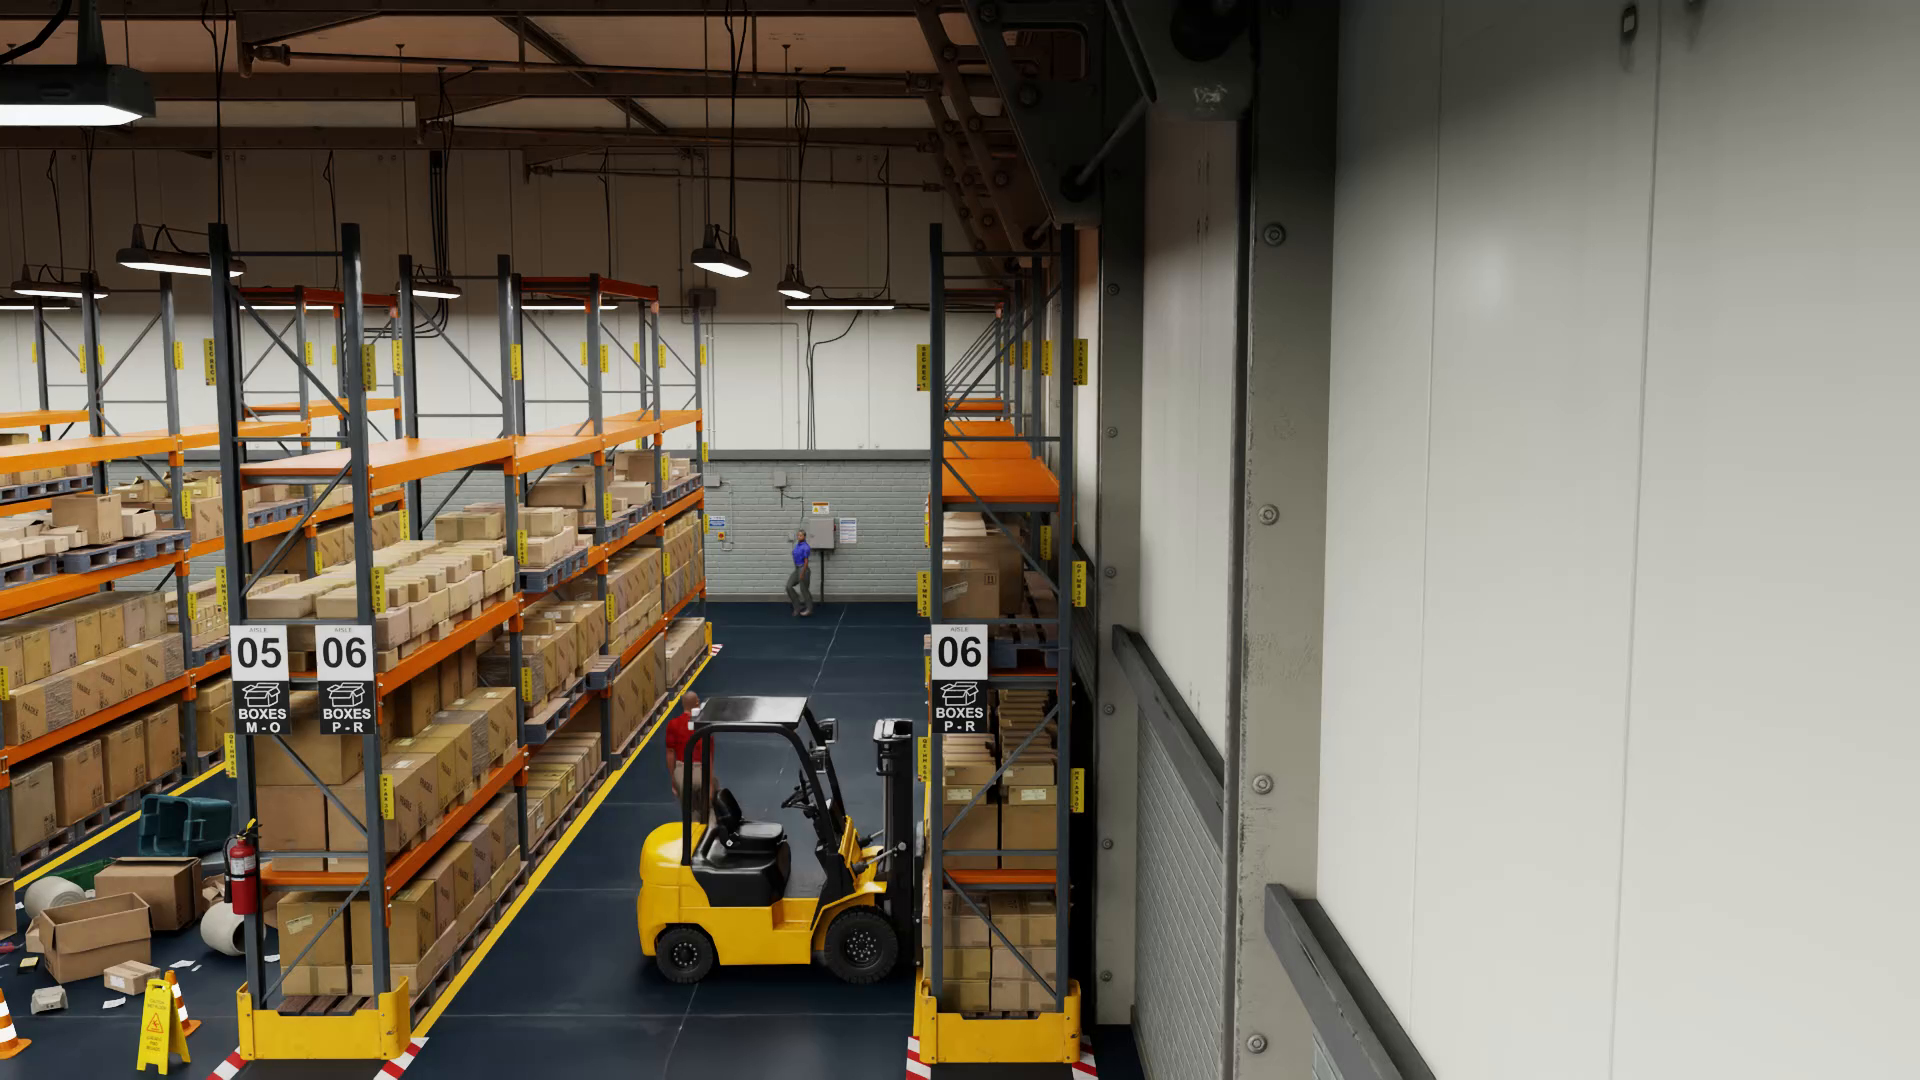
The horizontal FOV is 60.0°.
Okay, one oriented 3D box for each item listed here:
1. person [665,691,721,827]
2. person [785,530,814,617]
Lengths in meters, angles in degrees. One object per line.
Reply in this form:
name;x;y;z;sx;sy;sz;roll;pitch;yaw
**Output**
person;-2.576;2.287;16.020;0.565;1.669;0.567;1;7;12
person;-3.058;0.653;31.781;0.505;1.710;0.522;-3;7;-26
